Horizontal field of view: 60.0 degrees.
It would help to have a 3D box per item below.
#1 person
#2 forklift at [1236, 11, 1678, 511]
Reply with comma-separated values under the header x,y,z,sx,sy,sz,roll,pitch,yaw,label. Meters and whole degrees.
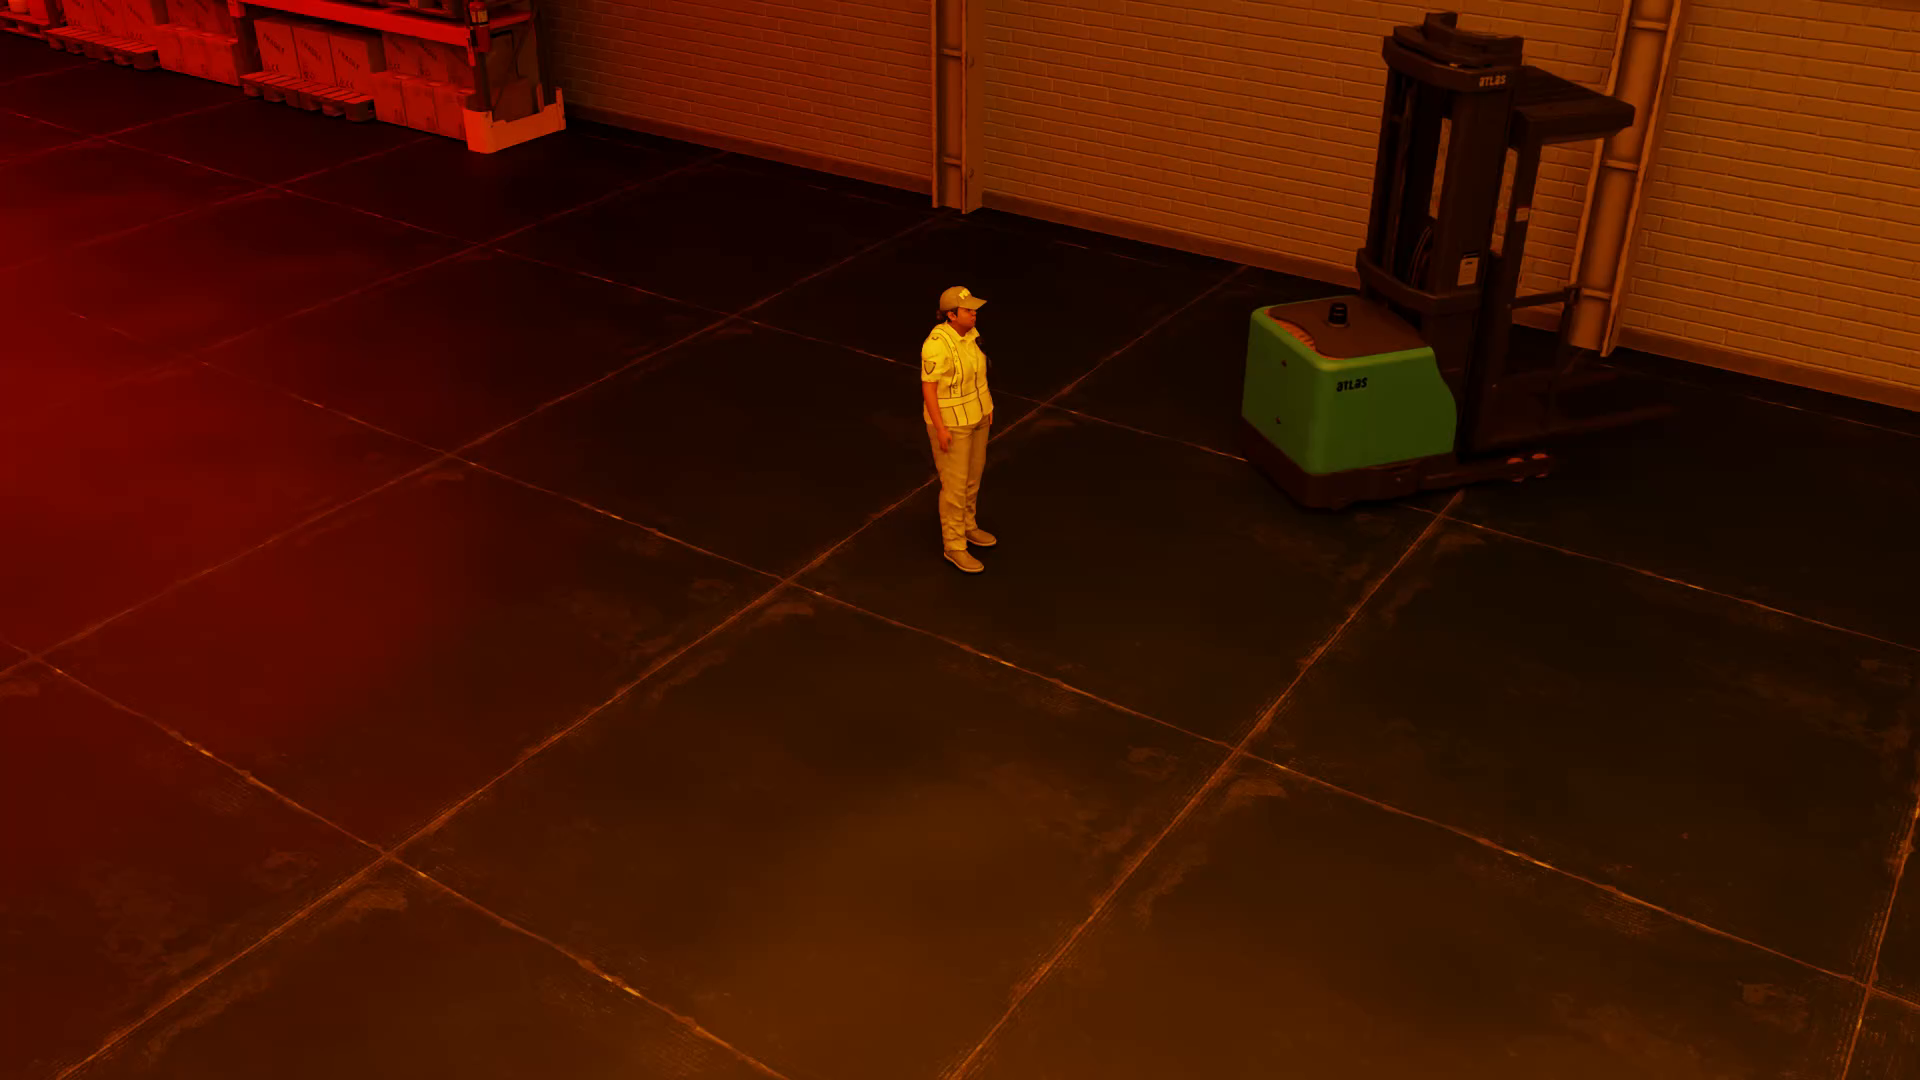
x,y,z,sx,sy,sz,roll,pitch,yaw,label
0.051,-0.696,10.025,0.529,1.670,0.599,19,35,29,person
3.481,-1.894,10.842,3.031,2.935,1.130,-10,32,-17,forklift
